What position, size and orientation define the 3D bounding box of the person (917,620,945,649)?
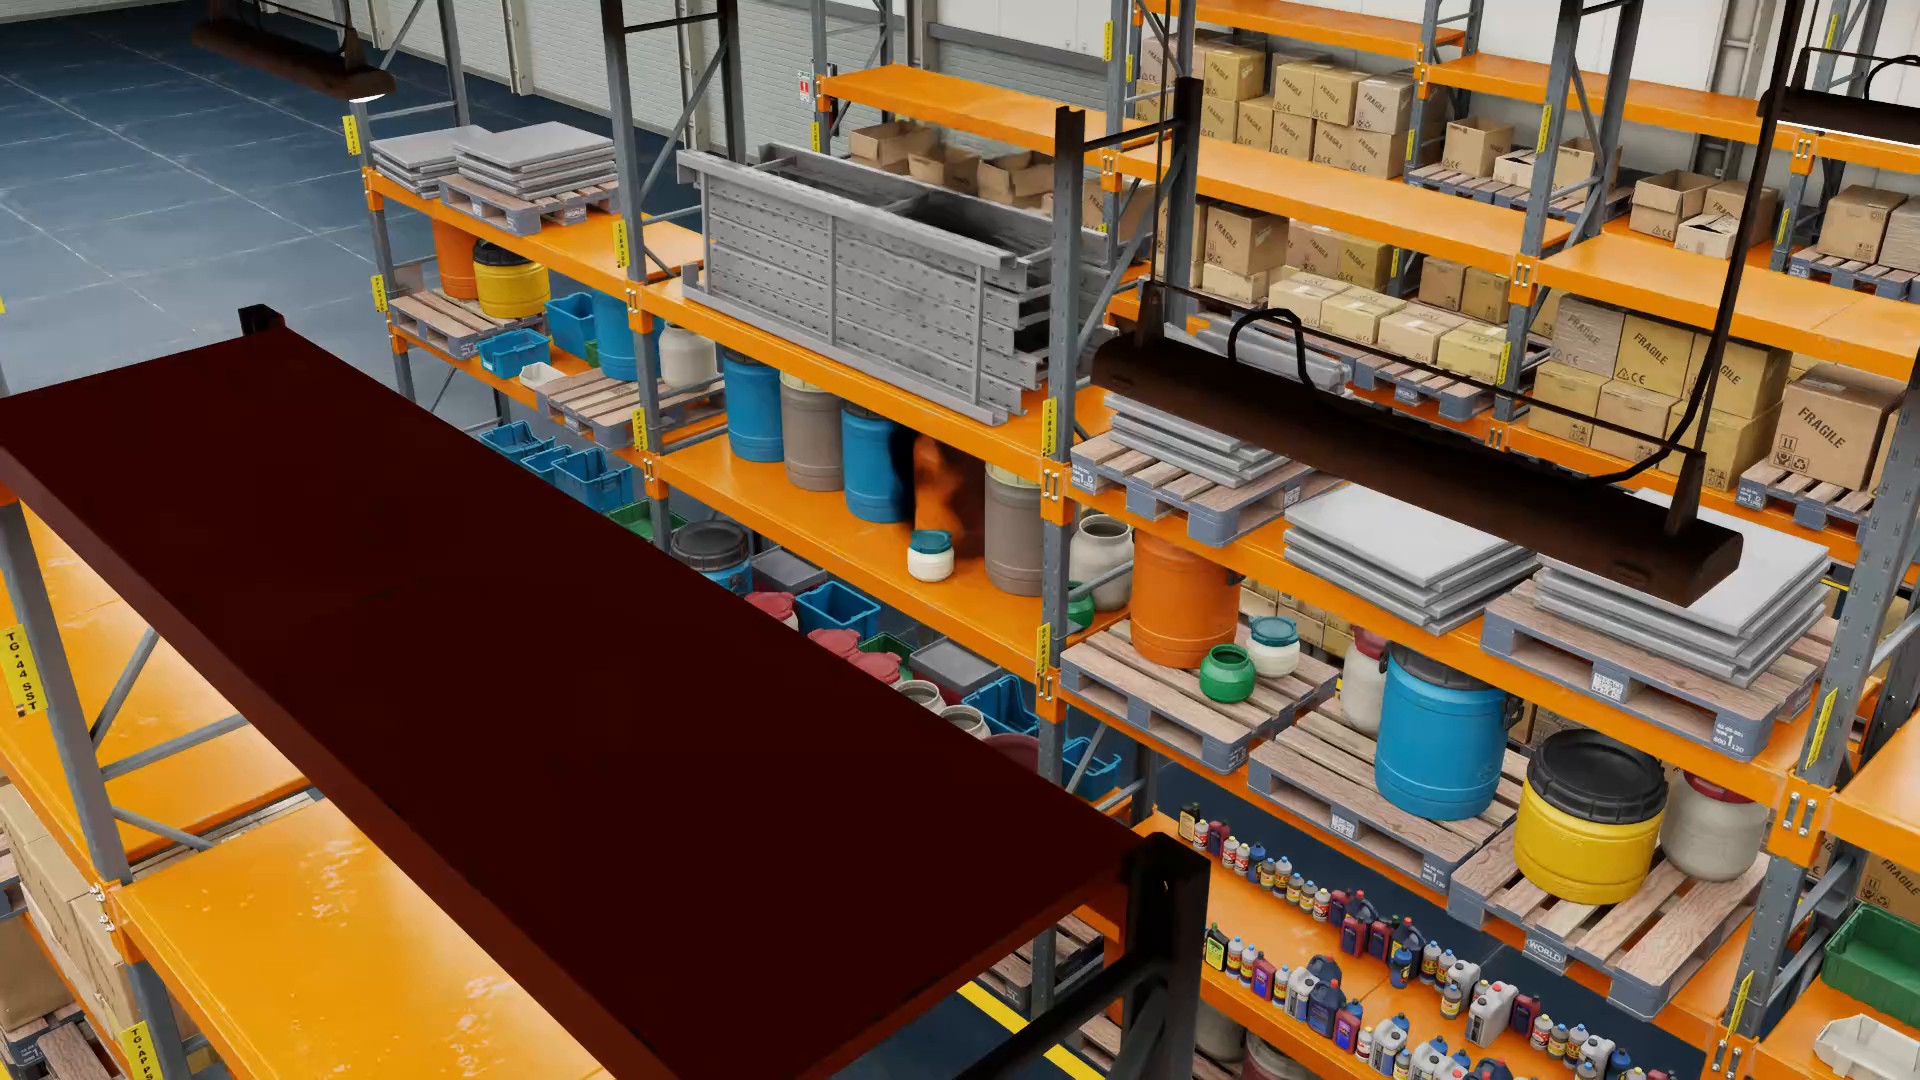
[{"bbox_3d":[-0.168,0.527,13.490,0.776,1.712,0.620,23,36,36],"label":"person"}]
